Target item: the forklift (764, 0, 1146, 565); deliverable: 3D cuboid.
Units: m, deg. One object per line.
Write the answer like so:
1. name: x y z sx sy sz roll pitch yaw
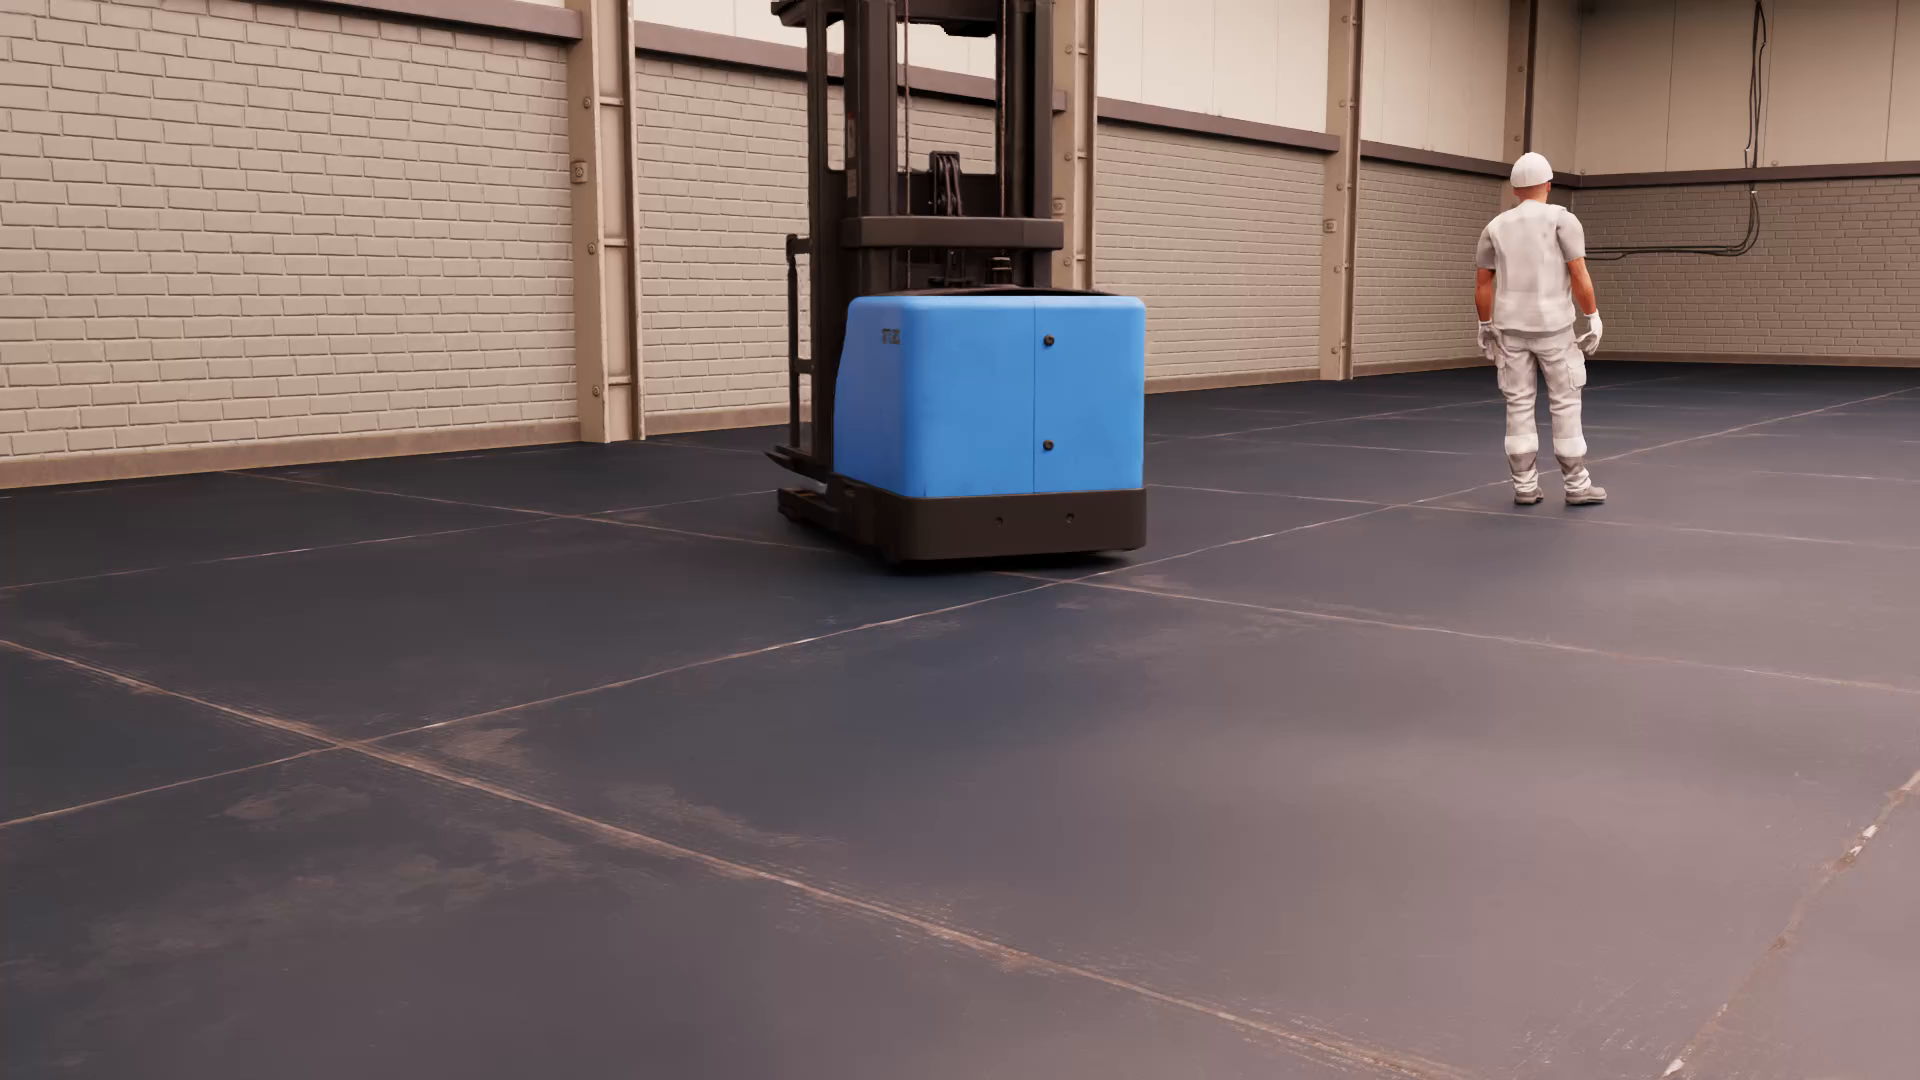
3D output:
1. forklift: -0.235 -1.528 7.727 1.130 2.935 3.031 -3 9 -20

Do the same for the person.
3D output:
1. person: 3.019 -1.089 8.622 0.637 1.790 0.561 7 11 40
